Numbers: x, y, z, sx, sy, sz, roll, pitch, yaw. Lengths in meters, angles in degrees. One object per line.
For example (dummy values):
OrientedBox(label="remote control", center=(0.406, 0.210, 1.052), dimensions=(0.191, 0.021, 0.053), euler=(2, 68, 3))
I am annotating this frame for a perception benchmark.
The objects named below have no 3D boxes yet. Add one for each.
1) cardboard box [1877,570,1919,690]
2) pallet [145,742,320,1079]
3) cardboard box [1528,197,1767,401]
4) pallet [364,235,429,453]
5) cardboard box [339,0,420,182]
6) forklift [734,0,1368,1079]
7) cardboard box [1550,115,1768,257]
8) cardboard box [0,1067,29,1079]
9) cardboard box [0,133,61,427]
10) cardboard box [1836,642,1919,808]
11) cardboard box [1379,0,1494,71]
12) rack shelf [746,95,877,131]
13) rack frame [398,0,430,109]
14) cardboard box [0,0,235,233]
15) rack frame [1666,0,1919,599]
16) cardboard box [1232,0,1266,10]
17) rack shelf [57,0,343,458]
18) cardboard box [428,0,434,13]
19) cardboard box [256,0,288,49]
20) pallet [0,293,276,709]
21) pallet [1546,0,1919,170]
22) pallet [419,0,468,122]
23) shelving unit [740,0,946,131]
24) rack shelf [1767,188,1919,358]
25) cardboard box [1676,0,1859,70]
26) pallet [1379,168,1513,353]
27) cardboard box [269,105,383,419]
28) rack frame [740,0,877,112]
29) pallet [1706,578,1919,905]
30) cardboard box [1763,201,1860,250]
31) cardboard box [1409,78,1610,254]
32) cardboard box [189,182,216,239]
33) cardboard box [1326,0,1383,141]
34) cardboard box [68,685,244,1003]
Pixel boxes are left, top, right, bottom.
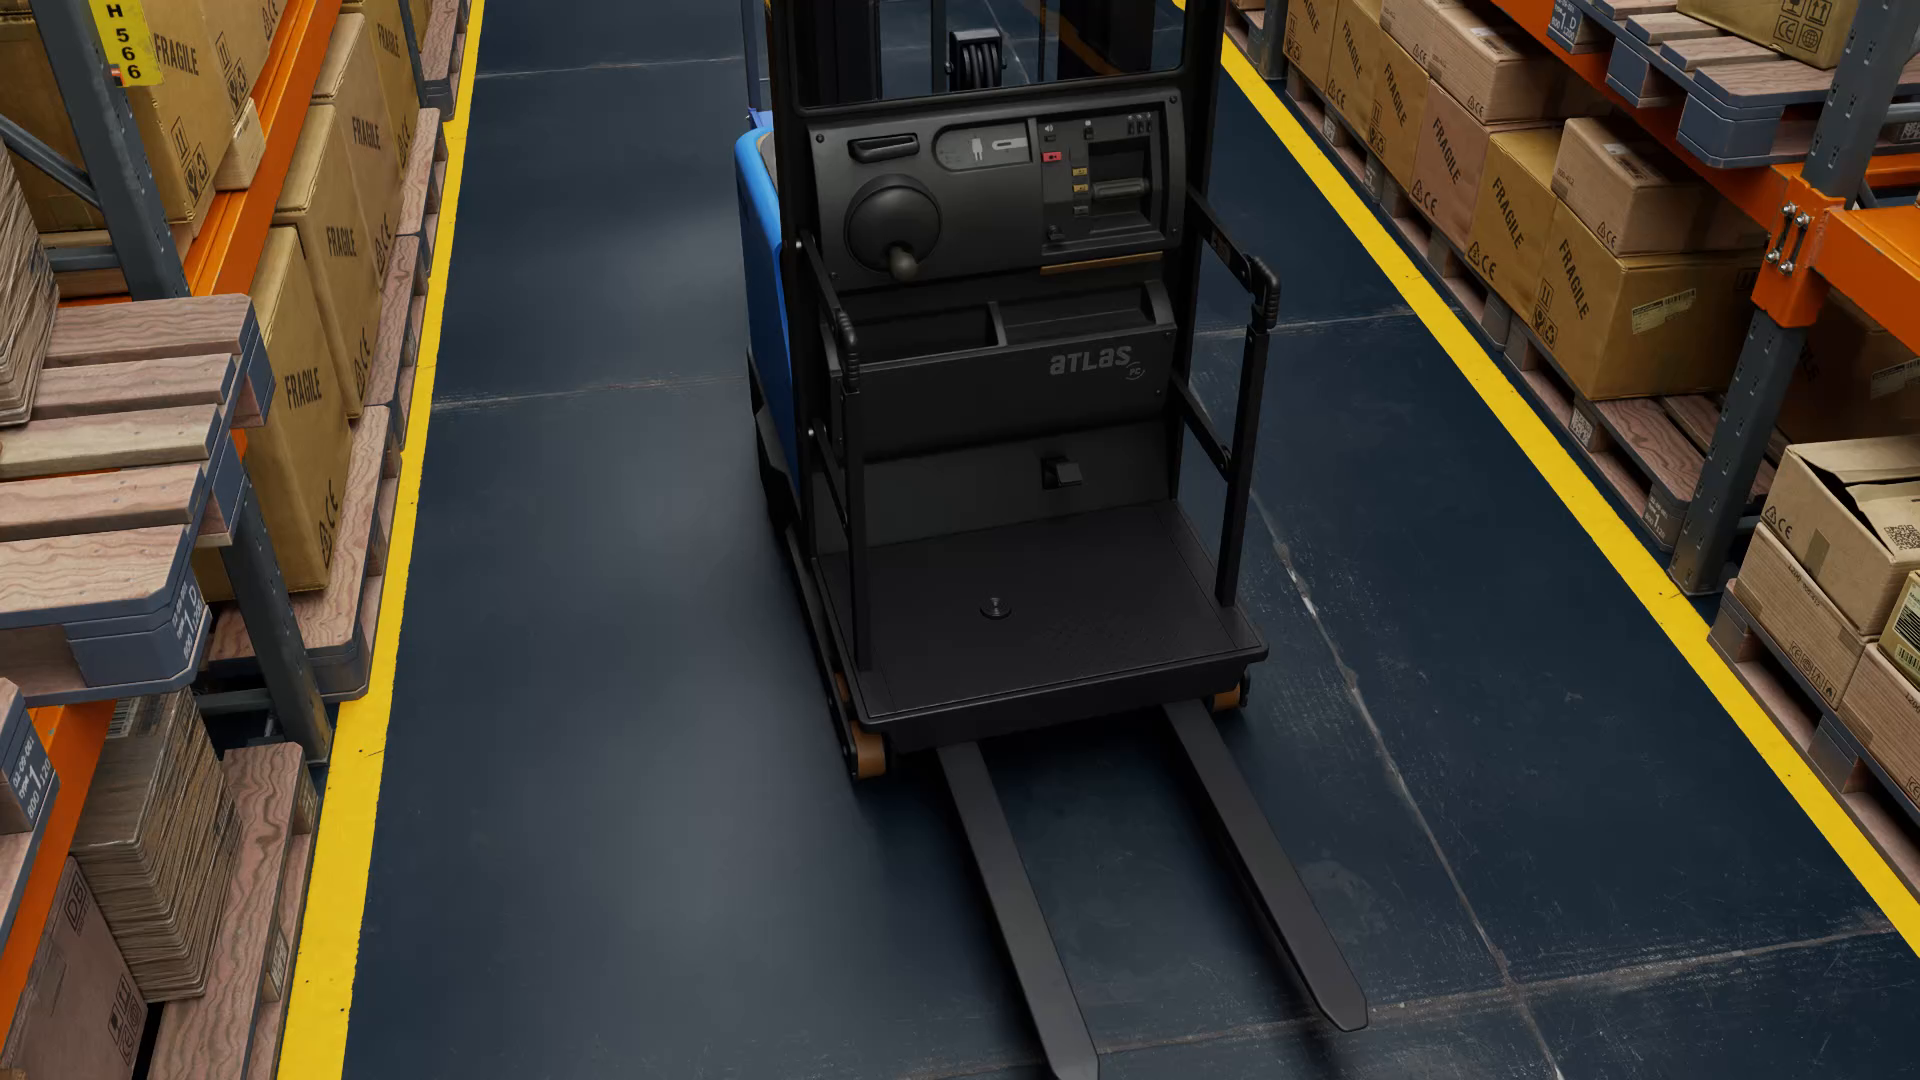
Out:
OrientedBox(label="cardboard box", center=(2.578, 0.265, 3.905), dimensions=(0.500, 0.311, 0.500), euler=(-7, 38, -9))
OrientedBox(label="pallet", center=(-2.066, 1.011, 3.777), dimensions=(1.003, 0.211, 1.213), euler=(-6, 38, -8))
OrientedBox(label="cardboard box", center=(2.280, -0.824, 5.544), dimensions=(0.500, 0.500, 0.500), euler=(-5, 38, -6))
OrientedBox(label="pallet", center=(-2.476, -0.681, 5.954), dimensions=(1.003, 0.211, 1.213), euler=(-6, 38, -8))
OrientedBox(label="cardboard box", center=(-2.661, -1.917, 6.682), dimensions=(0.750, 0.750, 0.750), euler=(-6, 38, -7))
OrientedBox(label="forklift", center=(0.160, -0.788, 3.876), dimensions=(1.130, 2.935, 3.031), euler=(-9, 39, -12))
OrientedBox(label="cardboard box", center=(2.266, -1.153, 5.357), dimensions=(0.500, 0.250, 0.500), euler=(-5, 38, -6))
OrientedBox(label="cardboard box", center=(-1.933, 1.301, 2.809), dimensions=(0.700, 0.500, 0.500), euler=(-6, 38, -8))
OrientedBox(label="cardboard box", center=(-2.109, -0.493, 2.999), dimensions=(0.700, 0.500, 0.500), euler=(-11, 39, -13))
OrientedBox(label="cardboard box", center=(2.566, 0.474, 4.094), dimensions=(0.500, 0.250, 0.500), euler=(-7, 38, -9))
OrientedBox(label="cardboard box", center=(1.994, -2.074, 6.542), dimensions=(0.500, 0.250, 0.500), euler=(-6, 38, -8))
OrientedBox(label="rack shelf", center=(-0.421, -1.304, 5.999), dimensions=(0.538, 0.185, 1.000), euler=(-9, 39, -12))
OrientedBox(label="rack frame", center=(-2.903, -2.978, 6.639), dimensions=(1.000, 3.000, 0.127), euler=(-6, 38, -8))
OrientedBox(label="cardboard box", center=(-2.035, -1.048, 3.814), dimensions=(0.500, 0.500, 0.500), euler=(-5, 38, -7))
OrientedBox(label="rack frame", center=(2.675, -1.097, 4.218), dimensions=(1.000, 3.000, 0.127), euler=(-6, 38, -8))
OrientedBox(label="cardboard box", center=(1.594, -3.014, 8.363), dimensions=(0.500, 0.500, 0.500), euler=(-6, 38, -8))
OrientedBox(label="rack shelf", center=(-2.552, -1.486, 5.305), dimensions=(1.077, 0.370, 4.000), euler=(-6, 38, -8))
OrientedBox(label="cardboard box", center=(-3.018, -2.924, 8.263), dimensions=(0.700, 0.500, 0.500), euler=(-7, 38, -8))
OrientedBox(label="cardboard box", center=(-2.203, -1.665, 4.608), dimensions=(0.500, 0.500, 0.500), euler=(-6, 38, -8))
OrientedBox(label="pallet", center=(-1.972, -0.068, 3.048), dimensions=(1.213, 0.211, 1.003), euler=(-6, 38, -8))
OrientedBox(label="pallet", center=(2.487, -1.424, 4.794), dimensions=(1.213, 0.211, 1.003), euler=(-6, 38, -8))
OrientedBox(label="pallet", center=(-2.959, -2.345, 8.096), dimensions=(1.003, 0.211, 1.213), euler=(-6, 38, -8))
OrientedBox(label="shelving unit", center=(-0.421, -1.446, 5.888), dimensions=(0.538, 1.500, 1.048), euler=(-9, 39, -12))
OrientedBox(label="rack shelf", center=(3.025, 0.395, 2.883), dimensions=(1.077, 0.370, 4.000), euler=(-6, 38, -8))
OrientedBox(label="cardboard box", center=(2.453, -1.671, 4.532), dimensions=(0.700, 0.500, 0.500), euler=(-19, 42, -23))
OrientedBox(label="pallet", center=(2.371, -1.187, 6.605), dimensions=(1.003, 0.211, 1.213), euler=(-6, 38, -8))
OrientedBox(label="cardboard box", center=(-2.349, -0.867, 5.331), dimensions=(0.750, 0.750, 0.750), euler=(-6, 38, -8))
OrientedBox(label="rack frame", center=(-0.553, -1.747, 6.276), dimensions=(0.500, 1.500, 0.032), euler=(-9, 39, -12))
OrientedBox(label="pallet", center=(2.781, 0.505, 4.428), dimensions=(1.003, 0.211, 1.213), euler=(-6, 38, -8))
OrientedBox(label="cardboard box", center=(2.779, -0.905, 5.649), dimensions=(0.500, 0.500, 0.500), euler=(-8, 38, -10))
OrientedBox(label="cardboard box", center=(2.091, -1.453, 6.354), dimensions=(0.500, 0.500, 0.500), euler=(-8, 38, -10))
OrientedBox(label="cardboard box", center=(-2.067, -0.848, 4.085), dimensions=(0.380, 0.149, 0.250), euler=(-6, 38, -7))
OrientedBox(label="cardboard box", center=(1.923, -2.061, 7.136), dimensions=(0.500, 0.500, 0.500), euler=(-6, 38, -7))
OrientedBox(label="cardboard box", center=(-2.024, 0.680, 3.608), dimensions=(0.700, 0.500, 0.500), euler=(-6, 38, -7))
